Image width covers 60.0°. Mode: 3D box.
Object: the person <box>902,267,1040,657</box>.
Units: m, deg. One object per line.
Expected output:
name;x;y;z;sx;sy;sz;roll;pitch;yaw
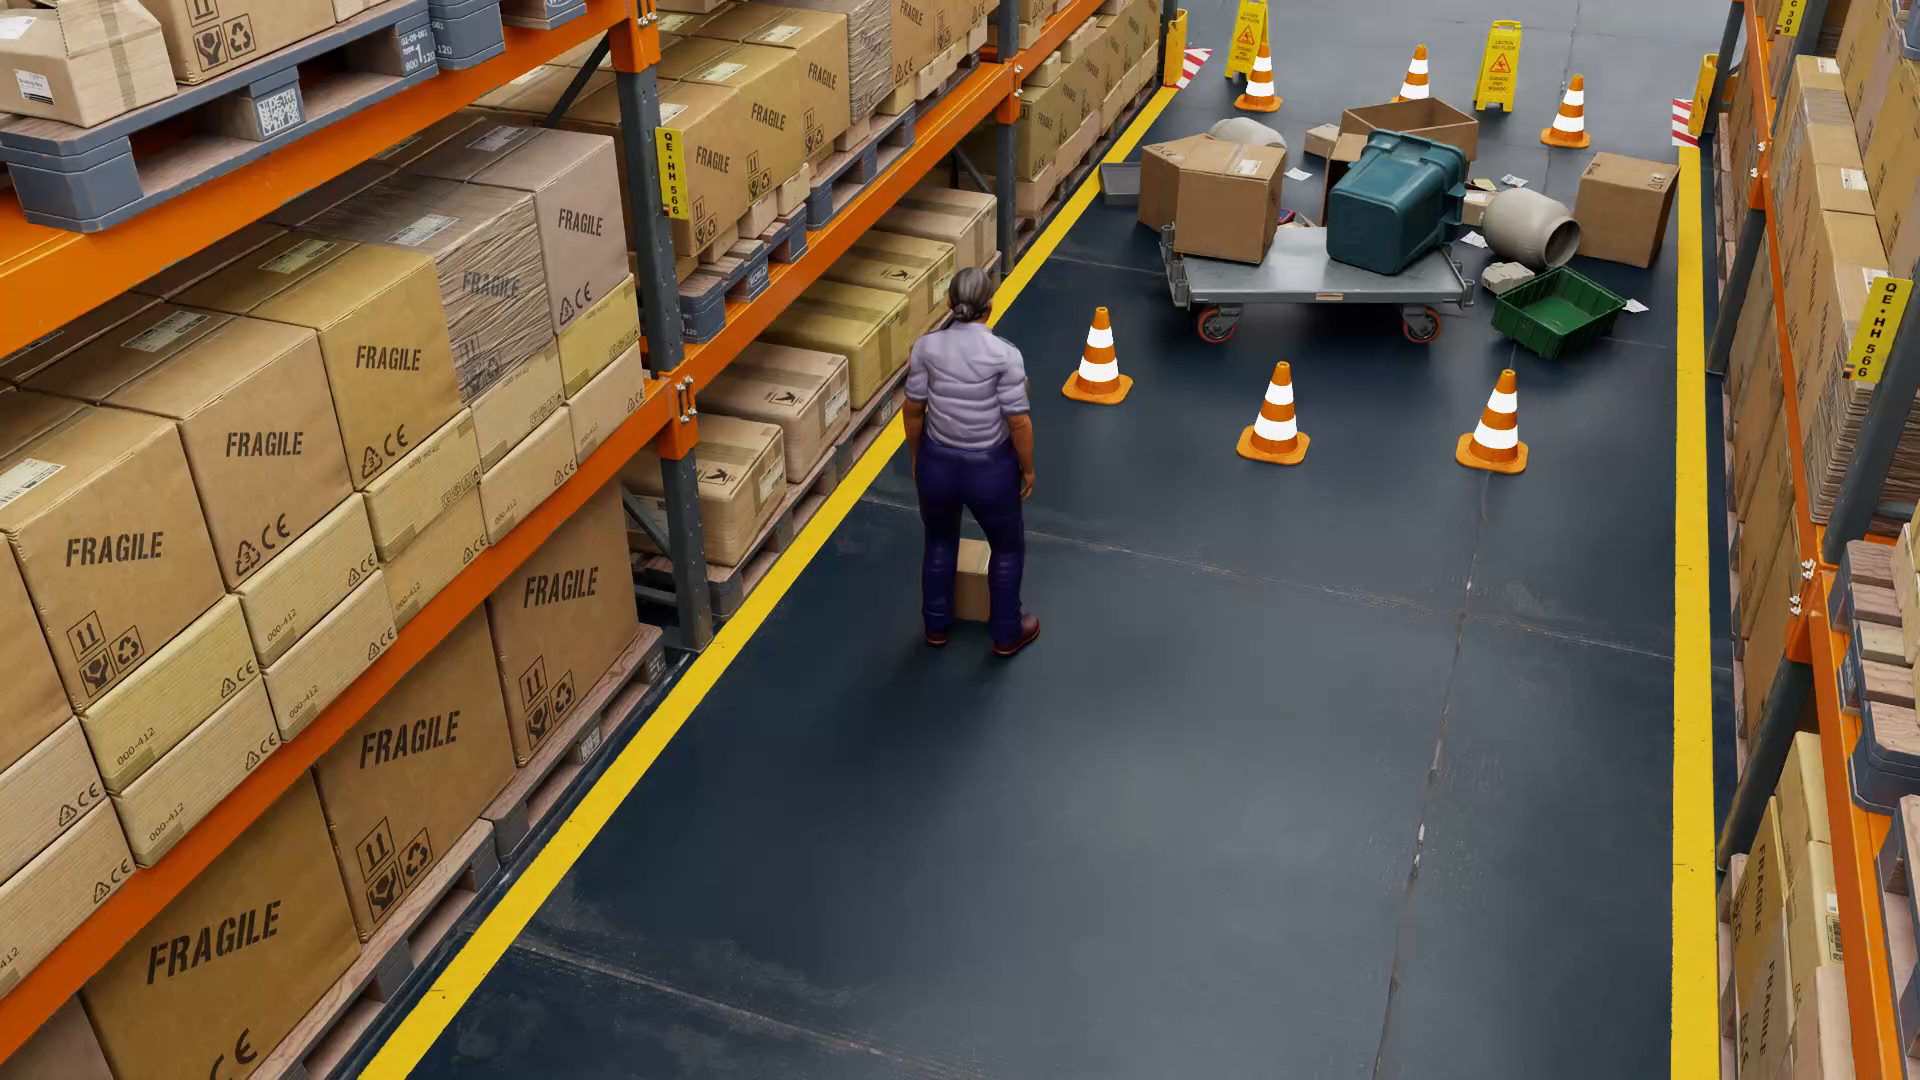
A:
person;0.045;-0.280;6.571;0.543;1.652;0.372;10;35;15
